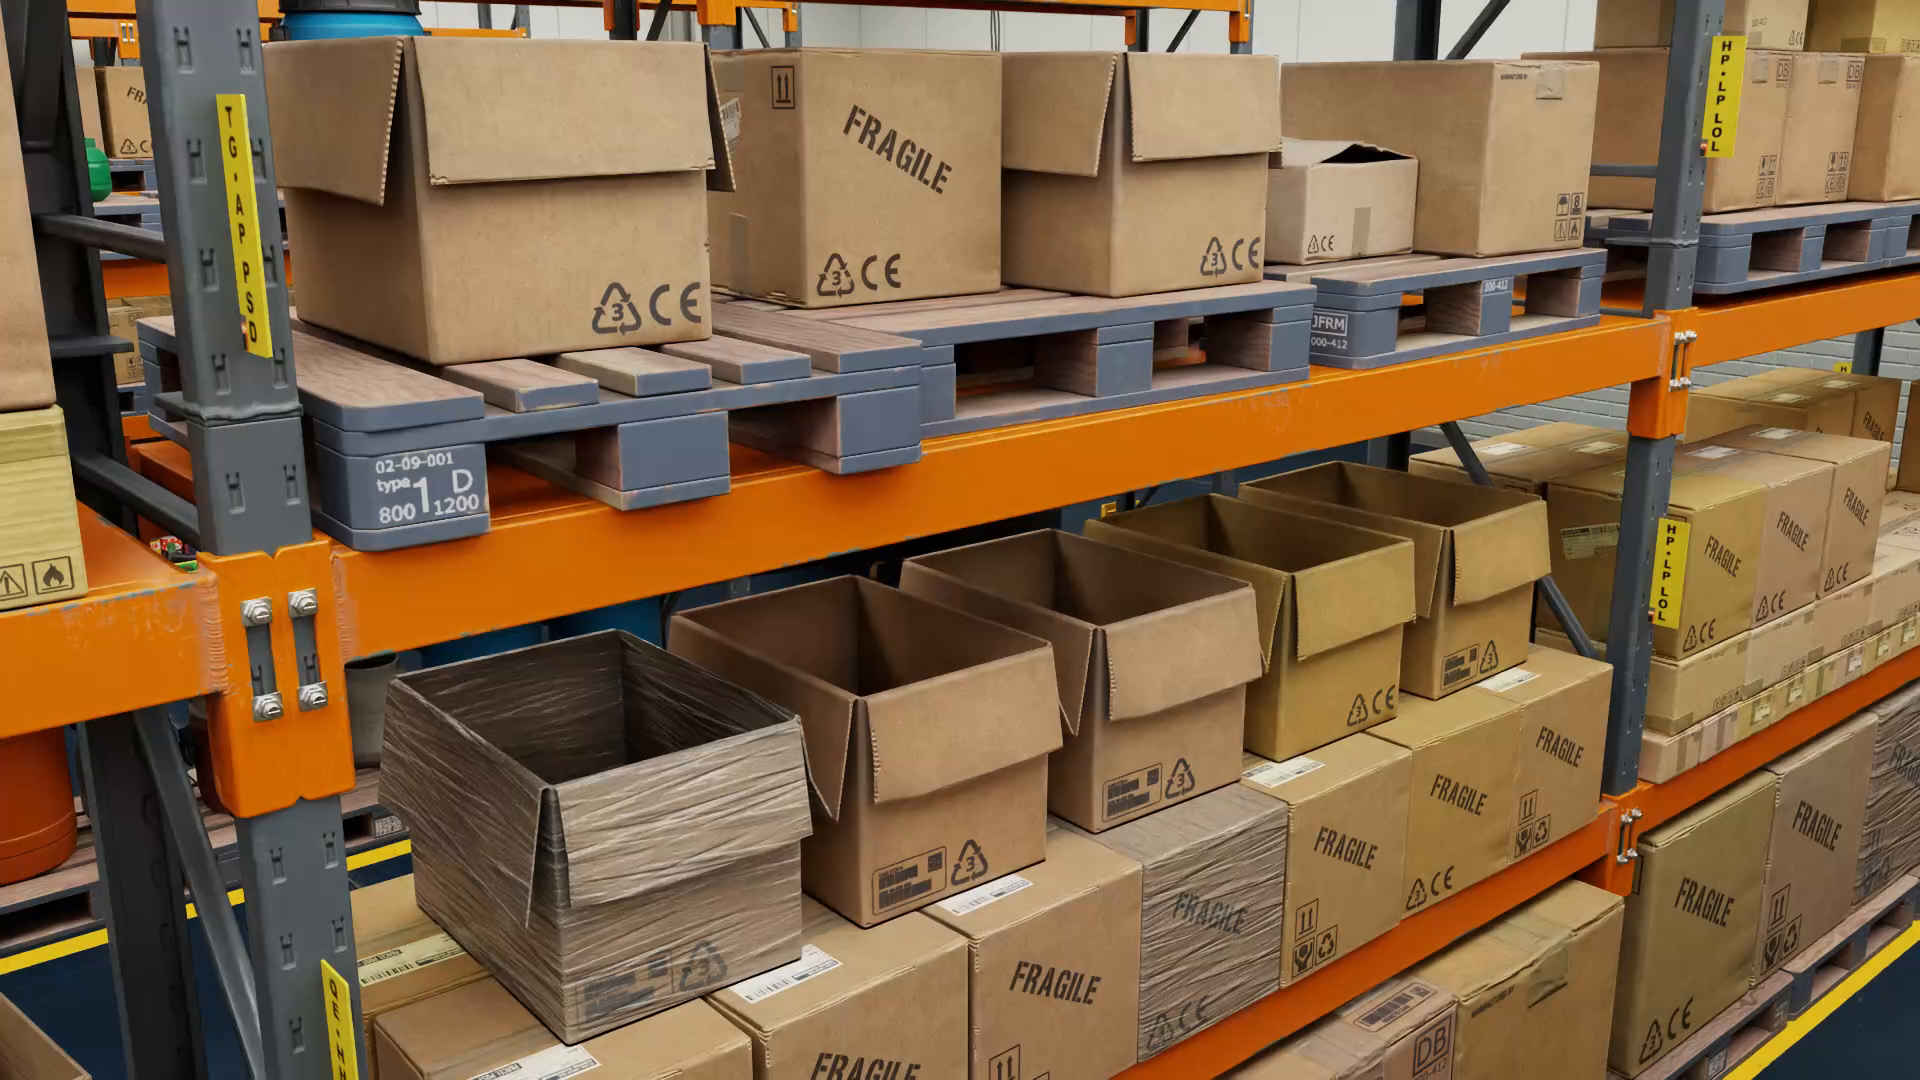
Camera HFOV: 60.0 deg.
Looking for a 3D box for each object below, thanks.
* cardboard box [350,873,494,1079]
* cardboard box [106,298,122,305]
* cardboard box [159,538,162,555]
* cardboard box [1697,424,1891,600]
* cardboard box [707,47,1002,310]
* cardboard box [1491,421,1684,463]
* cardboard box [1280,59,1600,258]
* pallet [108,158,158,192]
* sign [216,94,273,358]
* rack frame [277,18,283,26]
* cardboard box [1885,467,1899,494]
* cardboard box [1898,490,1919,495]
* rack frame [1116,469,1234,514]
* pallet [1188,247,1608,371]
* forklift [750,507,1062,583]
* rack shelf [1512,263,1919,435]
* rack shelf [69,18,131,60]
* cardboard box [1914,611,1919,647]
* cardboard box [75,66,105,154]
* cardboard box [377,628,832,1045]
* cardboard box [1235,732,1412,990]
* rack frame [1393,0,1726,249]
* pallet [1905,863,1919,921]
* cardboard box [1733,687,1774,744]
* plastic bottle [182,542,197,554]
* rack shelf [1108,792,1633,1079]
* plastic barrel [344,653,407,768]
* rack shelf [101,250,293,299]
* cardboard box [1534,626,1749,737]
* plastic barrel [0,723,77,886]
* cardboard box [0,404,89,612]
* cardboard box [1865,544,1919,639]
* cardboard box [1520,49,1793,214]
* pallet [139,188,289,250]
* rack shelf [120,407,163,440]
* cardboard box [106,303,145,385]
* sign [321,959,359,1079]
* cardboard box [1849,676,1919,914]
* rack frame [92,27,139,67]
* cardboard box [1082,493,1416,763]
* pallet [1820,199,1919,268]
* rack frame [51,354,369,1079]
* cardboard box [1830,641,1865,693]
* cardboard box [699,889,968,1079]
[{"bbox_3d":[-1.056,1.015,3.445,0.500,0.500,0.500,-12,19,-38],"label":"cardboard box"},{"bbox_3d":[-8.185,-2.450,15.801,0.500,0.500,0.500,-13,20,-40],"label":"cardboard box"},{"bbox_3d":[-5.689,-0.110,11.842,0.500,0.500,0.500,-12,19,-39],"label":"cardboard box"},{"bbox_3d":[3.047,-0.119,6.143,0.500,0.500,0.500,-13,20,-41],"label":"cardboard box"},{"bbox_3d":[-0.259,-0.786,3.561,0.500,0.500,0.500,-11,19,-36],"label":"cardboard box"},{"bbox_3d":[2.304,-0.130,6.186,0.500,0.500,0.500,-12,19,-39],"label":"cardboard box"},{"bbox_3d":[1.321,-1.083,4.672,0.500,0.500,0.700,-12,19,-38],"label":"cardboard box"},{"bbox_3d":[-6.066,-2.497,11.338,1.003,0.211,1.213,-13,19,-39],"label":"pallet"},{"bbox_3d":[-0.911,-0.398,2.114,0.005,0.325,0.100,-13,19,-39],"label":"sign"},{"bbox_3d":[-4.748,-4.310,11.949,0.127,3.000,1.000,-13,19,-39],"label":"rack frame"},{"bbox_3d":[4.230,-0.203,7.911,0.500,0.250,0.500,-13,20,-41],"label":"cardboard box"},{"bbox_3d":[4.578,-0.098,7.518,0.500,0.250,0.500,-13,20,-40],"label":"cardboard box"},{"bbox_3d":[1.518,-1.125,11.648,0.127,3.000,1.000,-13,19,-39],"label":"rack frame"},{"bbox_3d":[1.093,-0.675,4.521,1.217,0.209,0.805,-14,20,-42],"label":"pallet"},{"bbox_3d":[-0.664,-1.253,12.263,3.031,2.935,1.130,-12,19,-37],"label":"forklift"},{"bbox_3d":[3.261,-0.923,6.475,4.000,0.370,1.077,-13,19,-39],"label":"rack shelf"},{"bbox_3d":[-9.511,-4.394,14.433,4.000,0.370,1.077,-13,19,-39],"label":"rack shelf"},{"bbox_3d":[3.752,0.303,6.791,0.250,0.149,0.380,-13,19,-39],"label":"cardboard box"},{"bbox_3d":[-6.181,-2.863,11.143,0.600,0.600,0.600,-14,20,-41],"label":"cardboard box"},{"bbox_3d":[-0.703,0.541,3.274,0.637,0.503,0.797,-12,19,-38],"label":"cardboard box"},{"bbox_3d":[0.811,0.774,4.347,0.500,0.500,0.500,-13,20,-40],"label":"cardboard box"},{"bbox_3d":[1.752,-2.381,4.727,0.127,3.000,1.000,-13,19,-39],"label":"rack frame"},{"bbox_3d":[4.218,1.338,7.834,1.213,0.211,1.003,-13,19,-39],"label":"pallet"},{"bbox_3d":[2.590,0.564,5.813,0.250,0.149,0.380,-12,19,-38],"label":"cardboard box"},{"bbox_3d":[-3.629,-0.058,7.882,0.133,0.283,0.061,-13,19,-39],"label":"plastic bottle"},{"bbox_3d":[0.243,1.204,4.326,4.000,0.370,1.077,-13,19,-39],"label":"rack shelf"},{"bbox_3d":[-2.939,0.839,8.303,0.421,0.512,0.421,0,15,0],"label":"plastic barrel"},{"bbox_3d":[-3.008,-1.210,7.548,4.000,0.370,1.077,-13,19,-39],"label":"rack shelf"},{"bbox_3d":[2.279,0.417,5.589,0.500,0.250,0.500,-13,20,-40],"label":"cardboard box"},{"bbox_3d":[-4.159,0.990,7.123,0.708,0.830,0.600,-13,19,-39],"label":"plastic barrel"},{"bbox_3d":[-1.463,-0.054,2.116,0.500,0.250,0.500,-13,19,-39],"label":"cardboard box"},{"bbox_3d":[3.421,0.163,6.541,0.500,0.250,0.500,-13,19,-39],"label":"cardboard box"},{"bbox_3d":[2.303,-1.376,5.574,0.500,0.500,0.700,-14,21,-43],"label":"cardboard box"},{"bbox_3d":[-2.880,-1.460,7.458,1.213,0.211,1.003,-13,19,-39],"label":"pallet"},{"bbox_3d":[-6.257,-0.726,11.548,4.000,0.370,1.077,-13,19,-39],"label":"rack shelf"},{"bbox_3d":[-6.040,-1.352,11.491,0.700,0.500,0.500,10,18,33],"label":"cardboard box"},{"bbox_3d":[-0.902,0.778,2.436,0.005,0.325,0.100,-13,19,-39],"label":"sign"},{"bbox_3d":[3.653,0.941,7.217,0.875,0.875,0.875,-13,19,-39],"label":"cardboard box"},{"bbox_3d":[-8.002,-5.274,15.557,0.127,3.000,1.000,-13,19,-39],"label":"rack frame"},{"bbox_3d":[0.750,0.208,4.521,0.637,0.503,0.797,-12,19,-39],"label":"cardboard box"},{"bbox_3d":[3.296,-1.231,6.406,1.213,0.211,1.003,-13,19,-39],"label":"pallet"},{"bbox_3d":[-1.265,1.195,2.964,0.127,3.000,1.000,-13,19,-39],"label":"rack frame"},{"bbox_3d":[3.171,0.434,6.301,0.250,0.149,0.380,-12,19,-39],"label":"cardboard box"},{"bbox_3d":[-0.332,1.029,3.390,0.500,0.500,0.500,-13,20,-41],"label":"cardboard box"}]
